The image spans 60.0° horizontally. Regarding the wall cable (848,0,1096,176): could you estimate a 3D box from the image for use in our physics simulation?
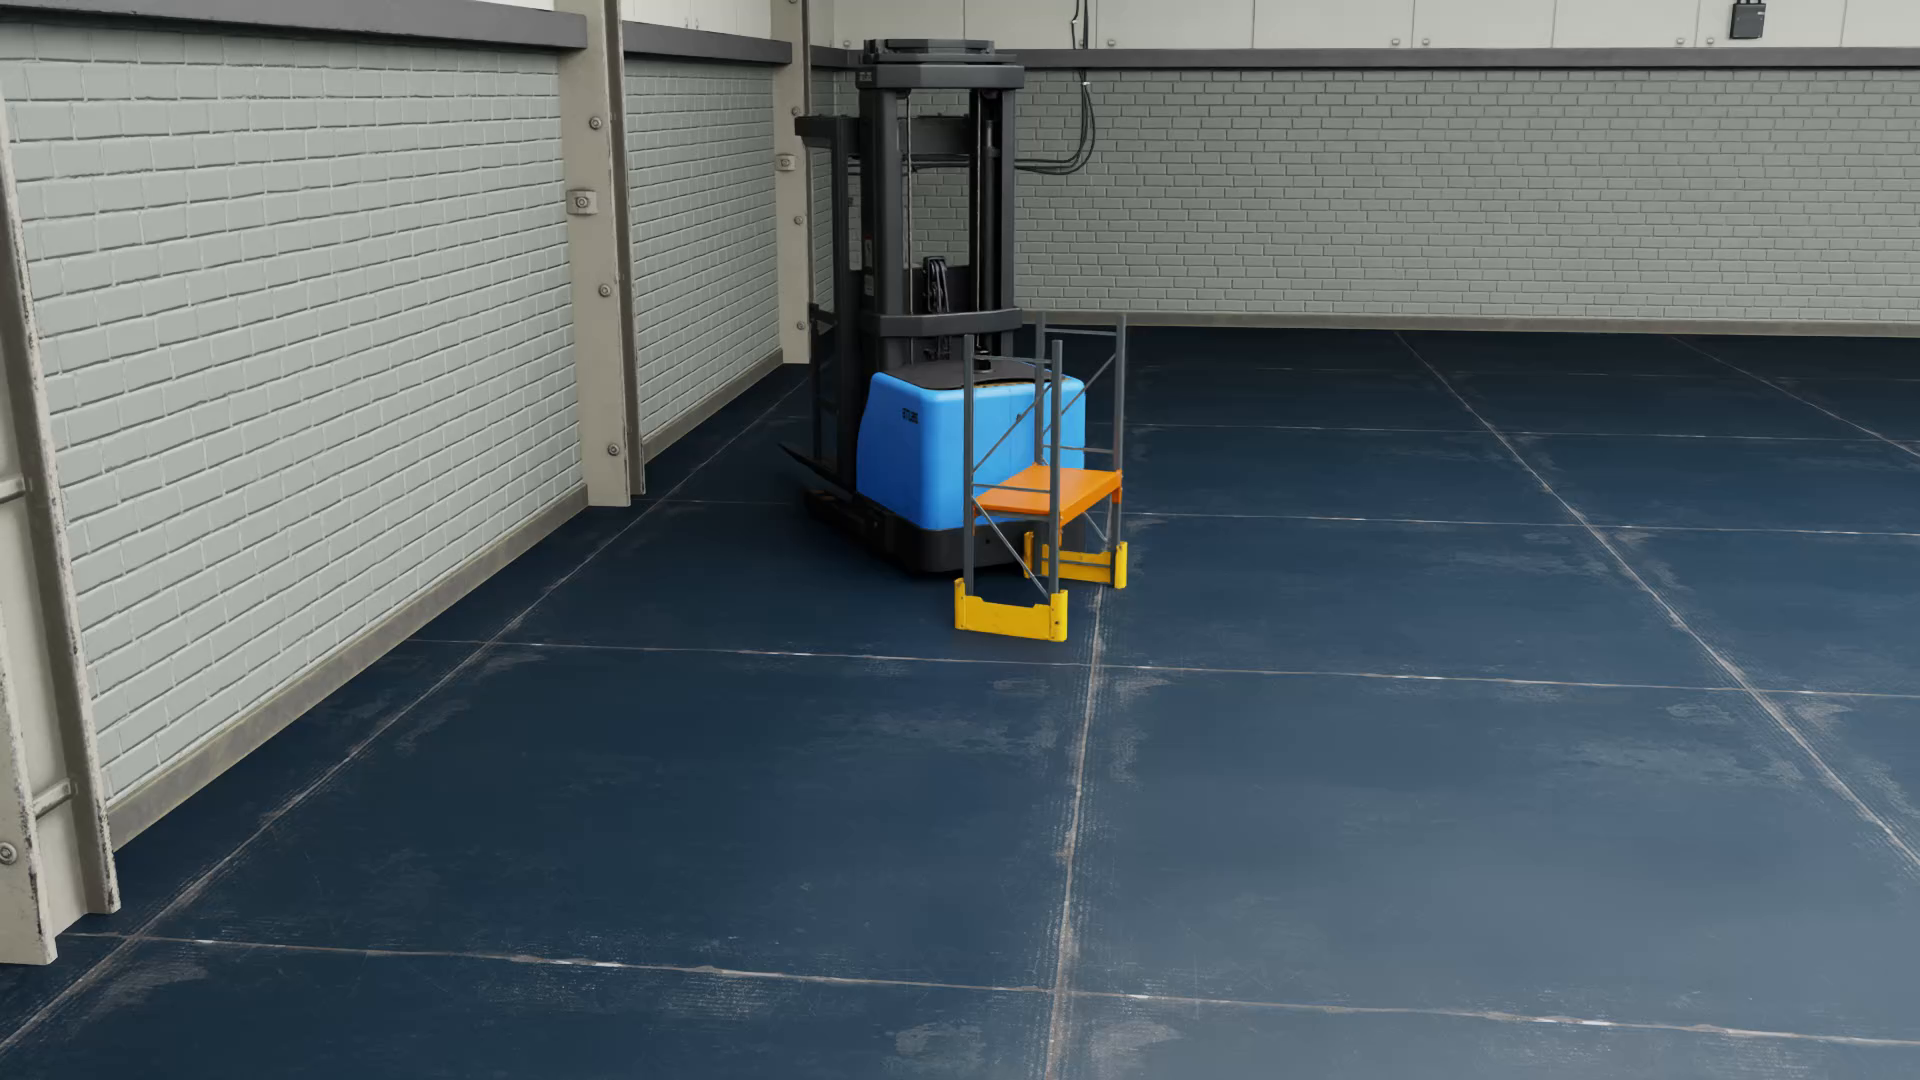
[{"bbox_3d":[0.002,-5.403,18.853,3.097,2.526,0.112,2,15,6],"label":"wall cable"}]

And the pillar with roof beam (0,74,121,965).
[{"bbox_3d":[1.279,-2.938,3.787,9.100,9.000,0.400,2,15,6],"label":"pillar with roof beam"}]

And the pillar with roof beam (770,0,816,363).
[{"bbox_3d":[2.633,-6.050,15.297,9.100,9.000,0.400,2,15,6],"label":"pillar with roof beam"}]

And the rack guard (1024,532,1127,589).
[{"bbox_3d":[0.640,0.112,9.269,0.587,0.250,0.087,6,16,22],"label":"rack guard"}]

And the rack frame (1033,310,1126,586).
[{"bbox_3d":[0.648,-0.496,9.123,0.500,1.500,0.032,6,16,22],"label":"rack frame"}]

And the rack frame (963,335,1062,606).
[{"bbox_3d":[0.253,-0.251,8.219,0.500,1.500,0.032,6,16,22],"label":"rack frame"}]

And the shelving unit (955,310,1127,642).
[{"bbox_3d":[0.447,-0.372,8.663,0.587,1.500,1.083,6,16,22],"label":"shelving unit"}]

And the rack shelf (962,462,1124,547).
[{"bbox_3d":[0.451,-0.200,8.718,0.538,0.185,1.000,6,16,22],"label":"rack shelf"}]

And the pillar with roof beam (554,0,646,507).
[{"bbox_3d":[1.956,-4.494,9.542,9.100,9.000,0.400,2,15,6],"label":"pillar with roof beam"}]

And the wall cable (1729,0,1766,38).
[{"bbox_3d":[9.433,-8.260,16.954,2.305,6.003,0.169,2,15,6],"label":"wall cable"}]

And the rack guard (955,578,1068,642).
[{"bbox_3d":[0.254,0.352,8.383,0.587,0.250,0.087,6,16,22],"label":"rack guard"}]

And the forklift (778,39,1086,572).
[{"bbox_3d":[-0.353,-1.574,10.367,1.130,2.935,3.031,-7,17,-24],"label":"forklift"}]
